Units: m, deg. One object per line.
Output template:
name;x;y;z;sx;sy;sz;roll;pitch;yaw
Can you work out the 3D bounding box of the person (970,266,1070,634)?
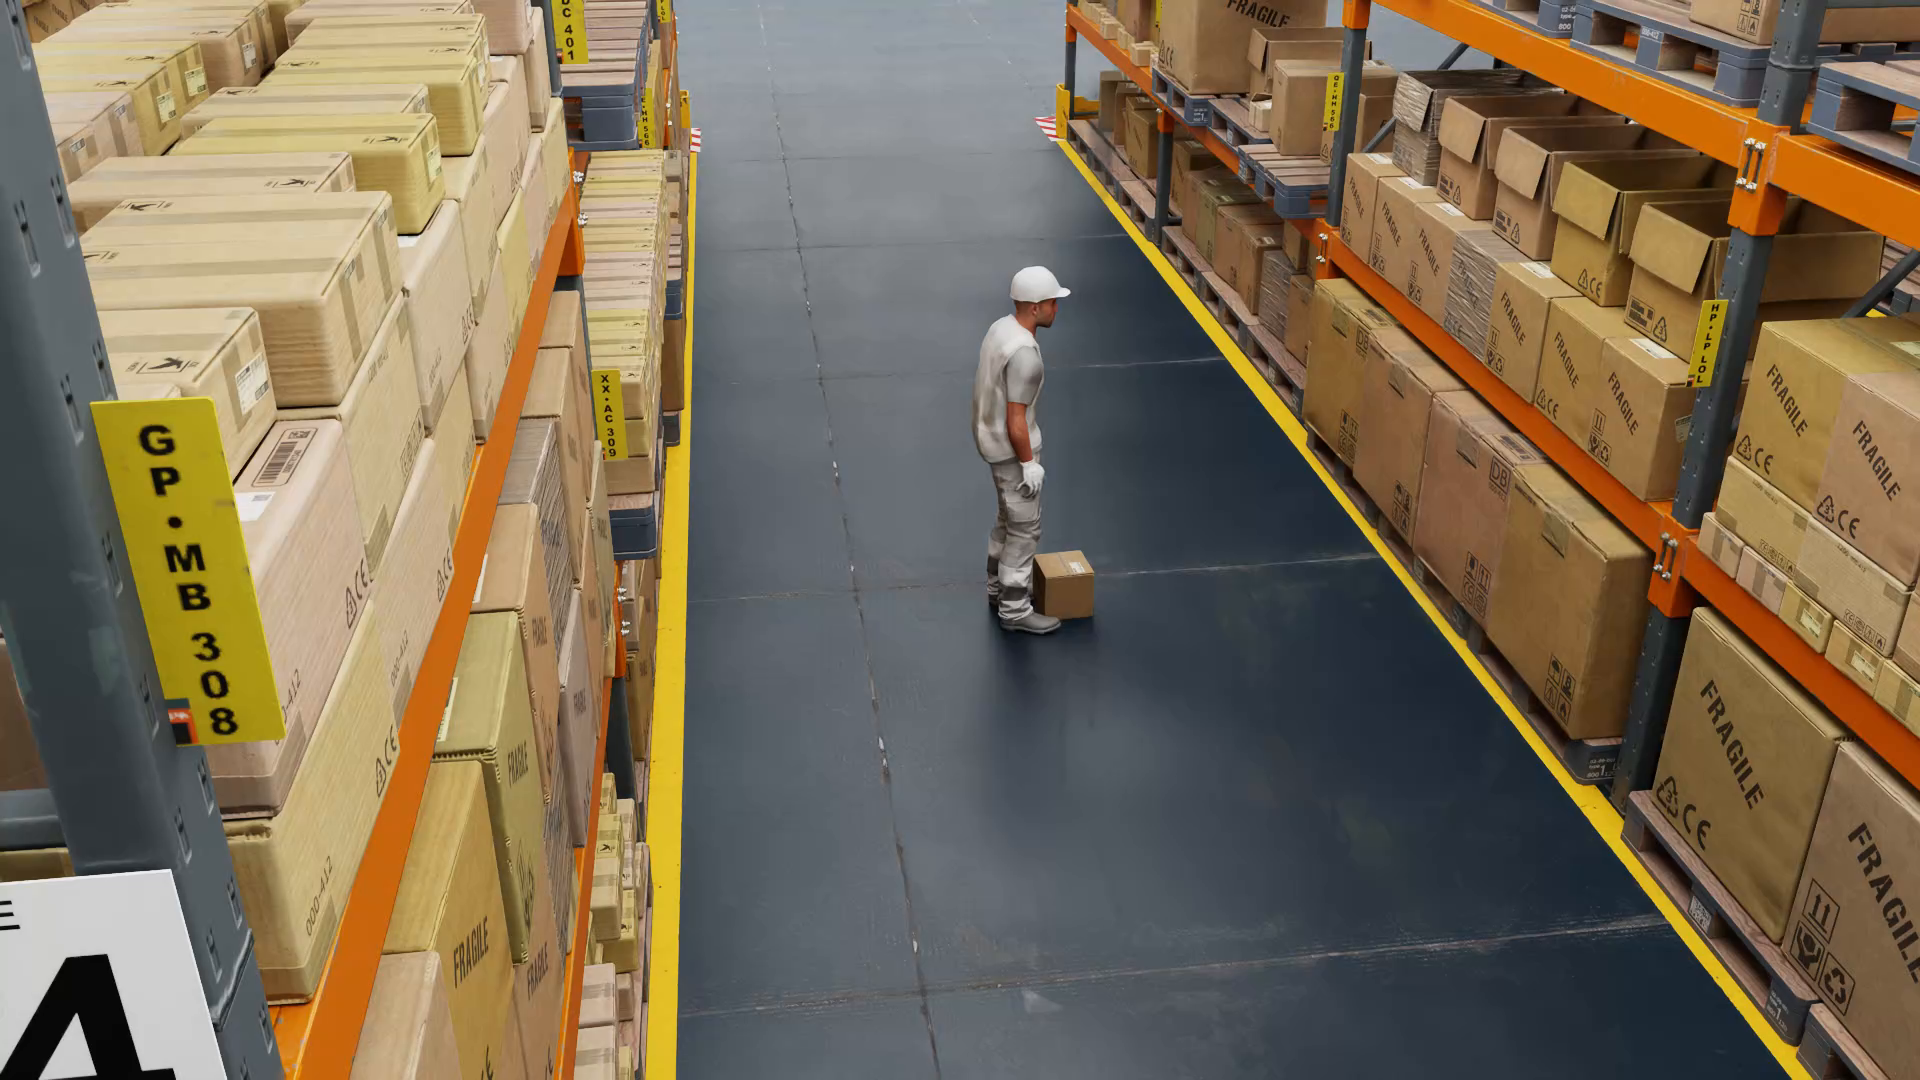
person;0.288;-0.435;7.959;0.452;1.778;0.606;-4;27;-7
